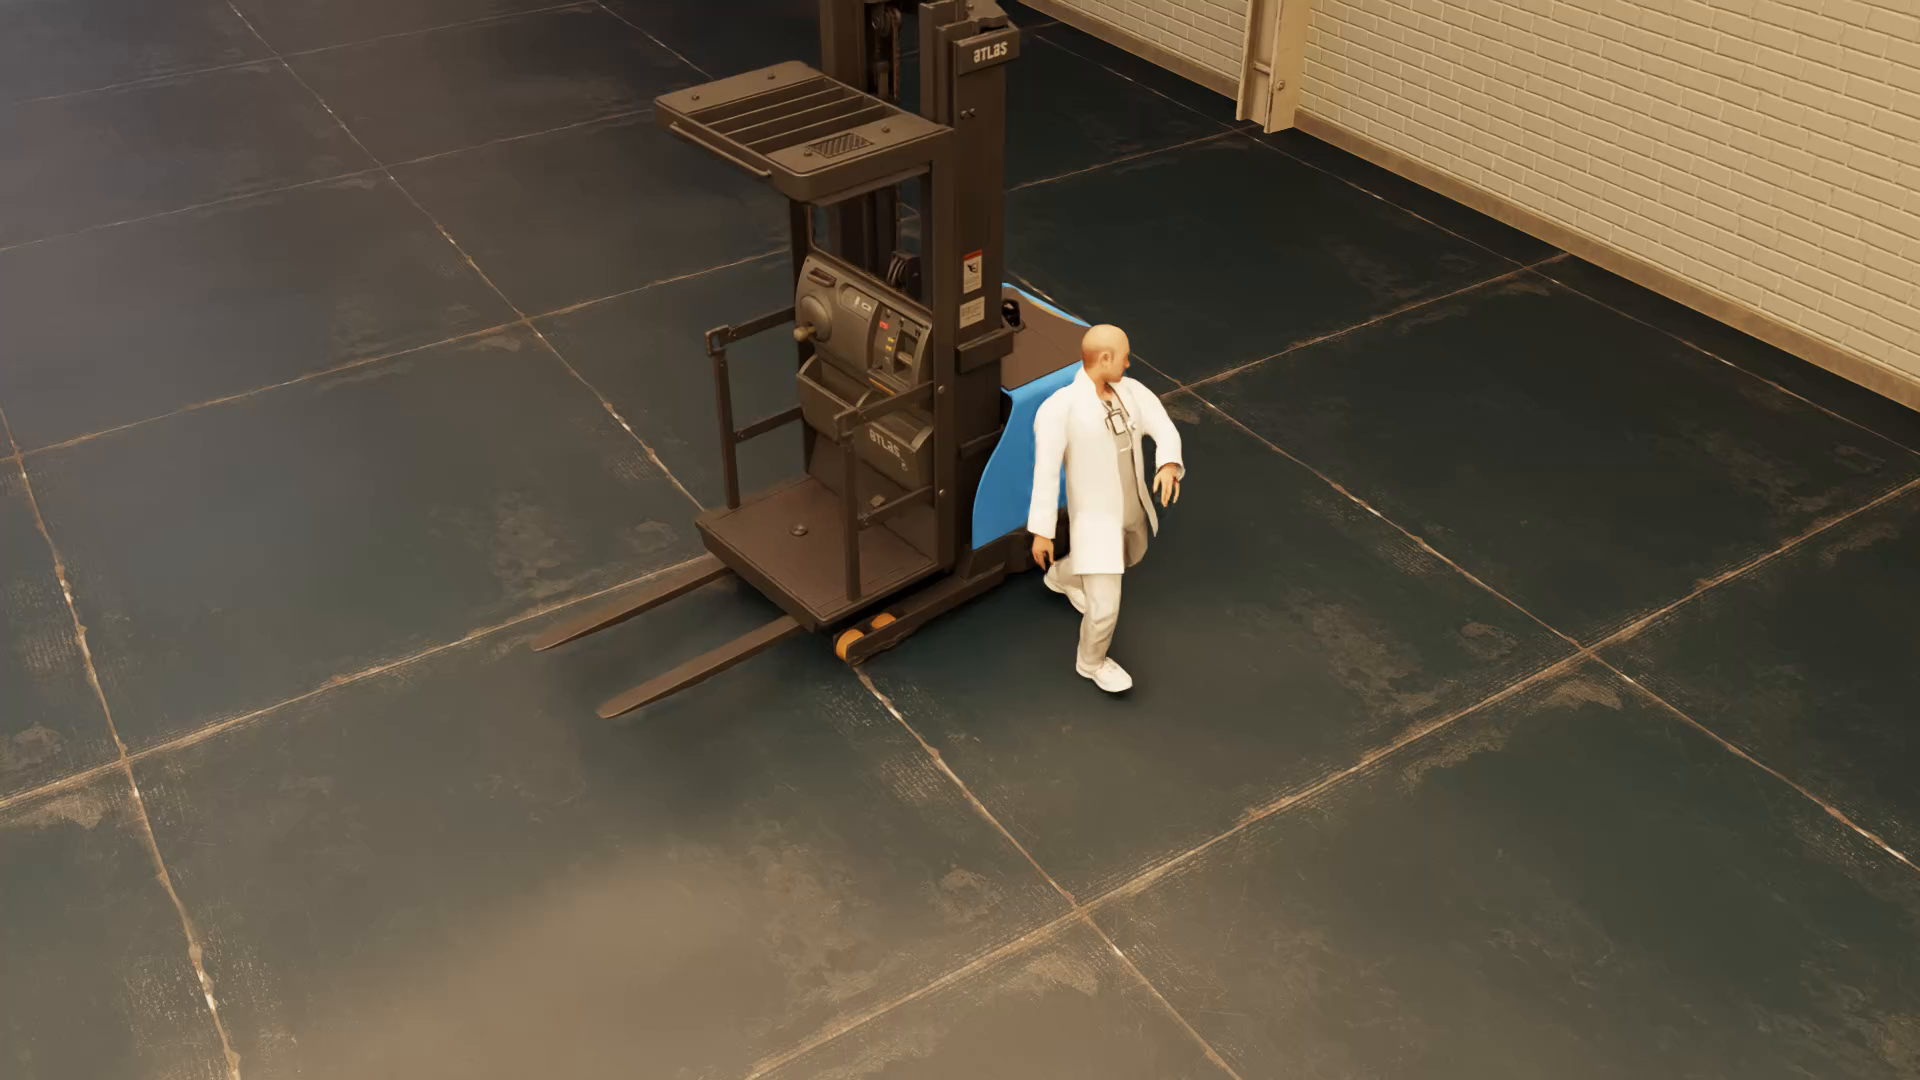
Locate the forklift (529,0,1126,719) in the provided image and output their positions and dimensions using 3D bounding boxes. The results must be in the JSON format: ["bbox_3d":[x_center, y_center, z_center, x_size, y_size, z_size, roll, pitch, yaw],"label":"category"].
[{"bbox_3d":[-0.609,-0.951,7.501,3.031,2.935,1.130,-26,43,-32],"label":"forklift"}]

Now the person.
[{"bbox_3d":[0.600,-0.118,7.439,0.911,1.631,0.822,25,42,31],"label":"person"}]
